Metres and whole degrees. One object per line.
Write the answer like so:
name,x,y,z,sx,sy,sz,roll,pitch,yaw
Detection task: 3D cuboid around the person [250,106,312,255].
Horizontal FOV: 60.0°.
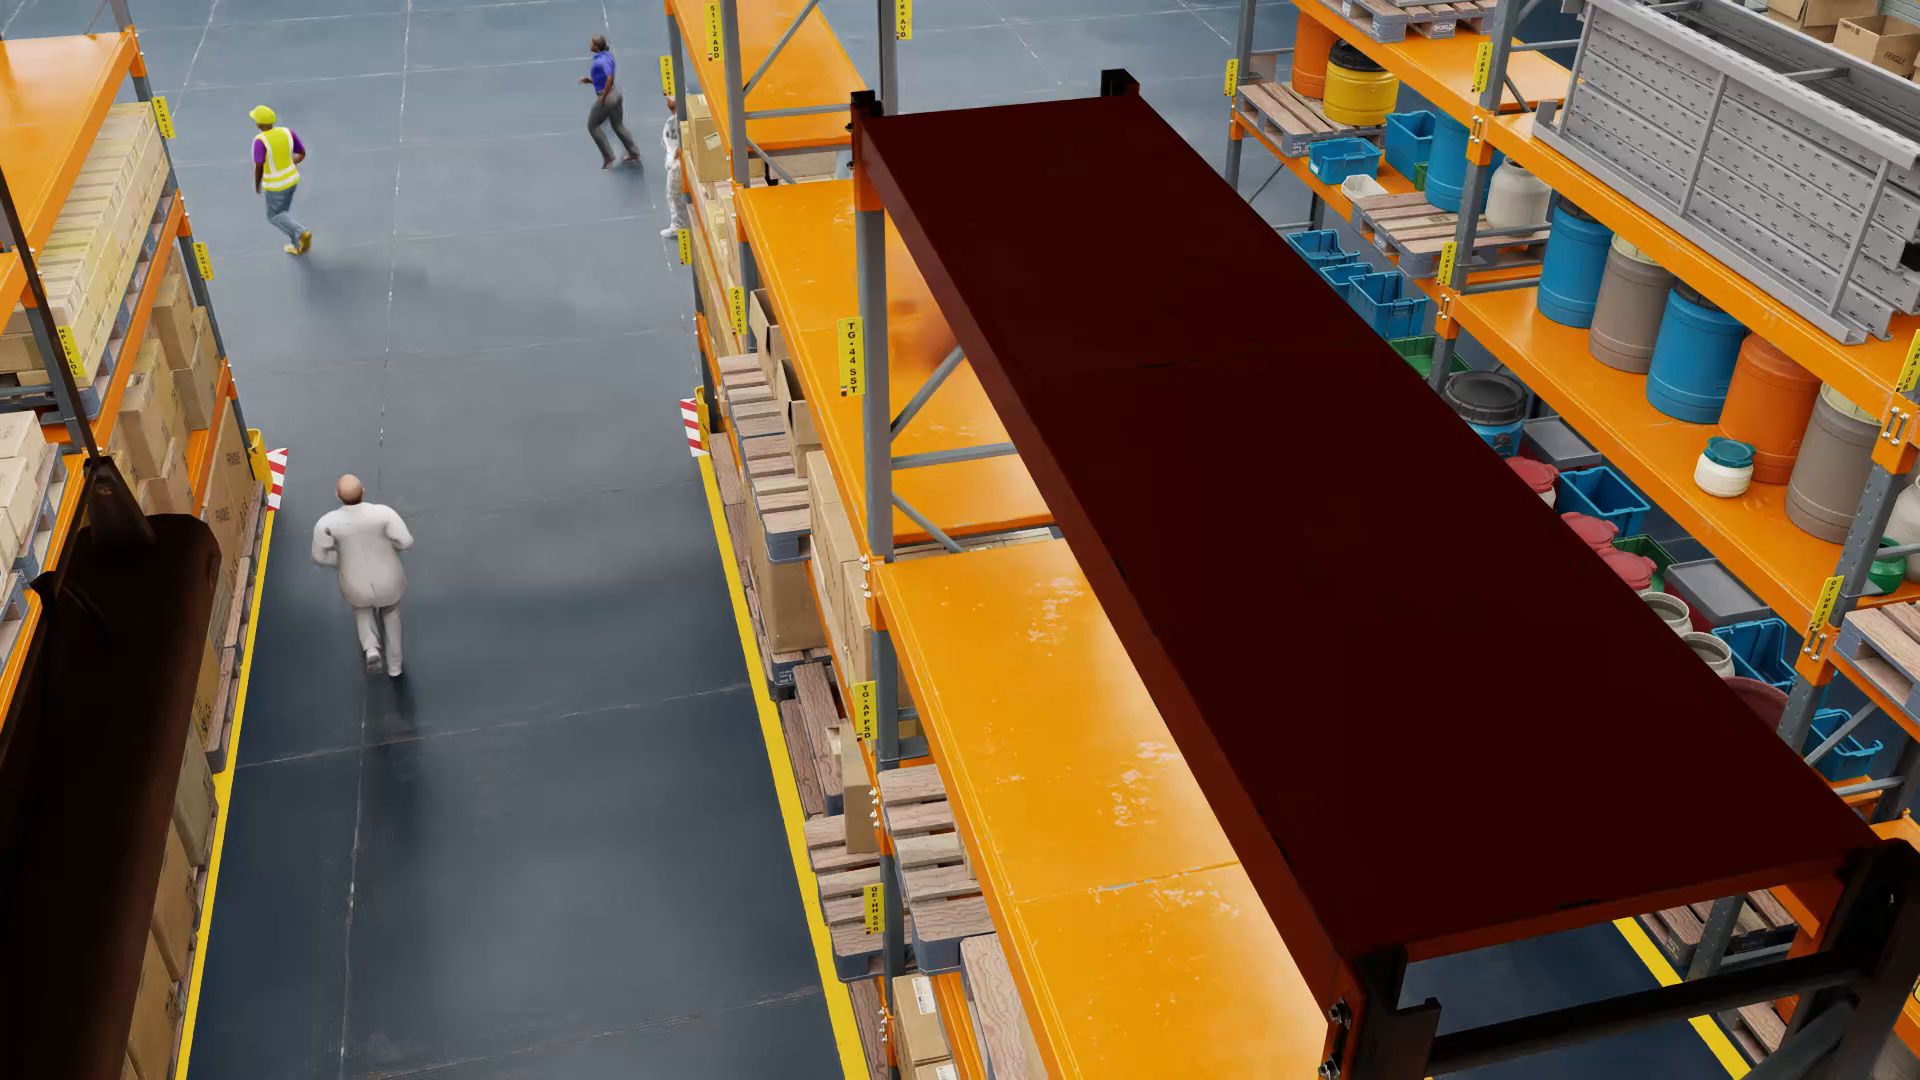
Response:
person,-7.443,-3.927,18.308,0.602,1.720,0.733,15,37,20

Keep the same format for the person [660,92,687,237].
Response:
person,-3.068,-4.238,18.716,0.827,1.786,0.709,8,35,11

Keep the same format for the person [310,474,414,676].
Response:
person,-4.330,0.238,12.210,0.705,1.727,0.660,-10,36,-14

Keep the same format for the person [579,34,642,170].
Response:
person,-4.365,-5.339,20.559,0.721,1.611,0.593,8,35,11
